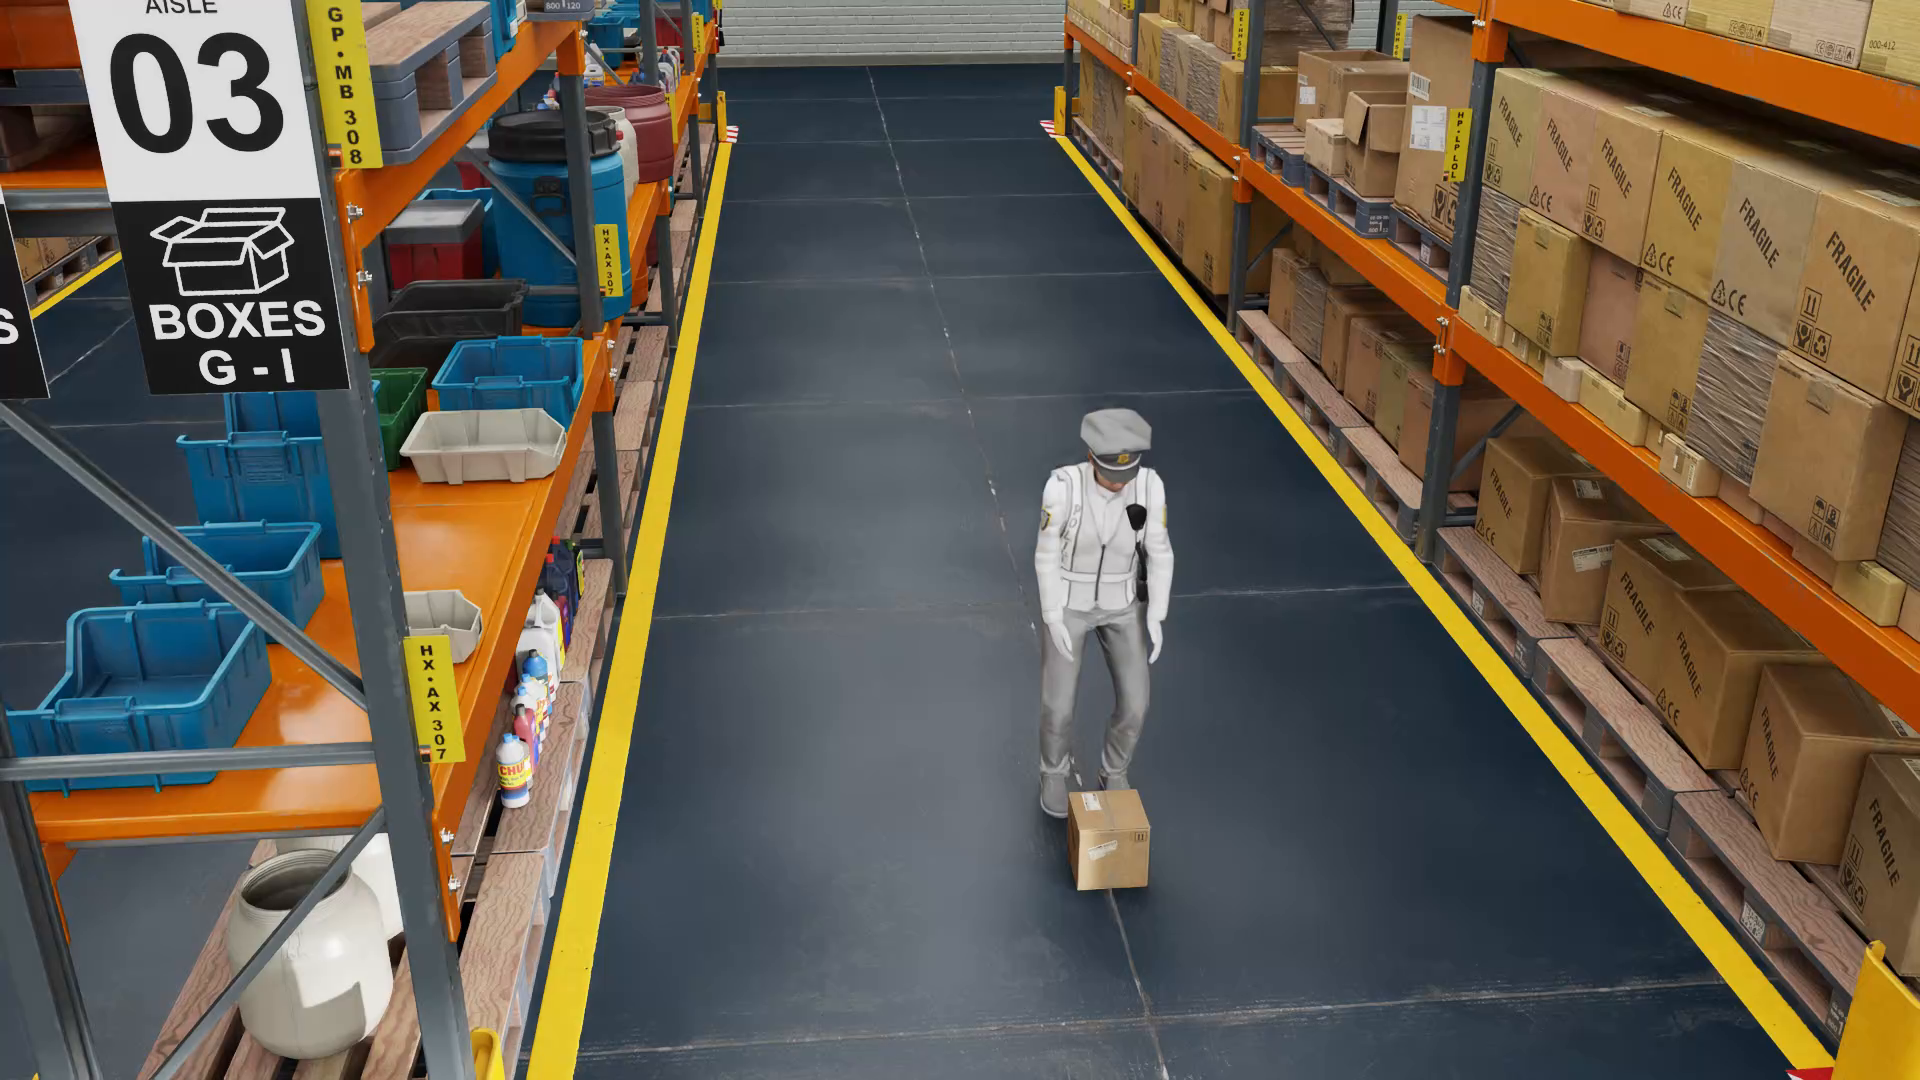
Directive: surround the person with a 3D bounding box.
[{"bbox_3d":[0.520,0.275,6.069,0.508,1.604,0.485,-2,24,-4],"label":"person"}]
